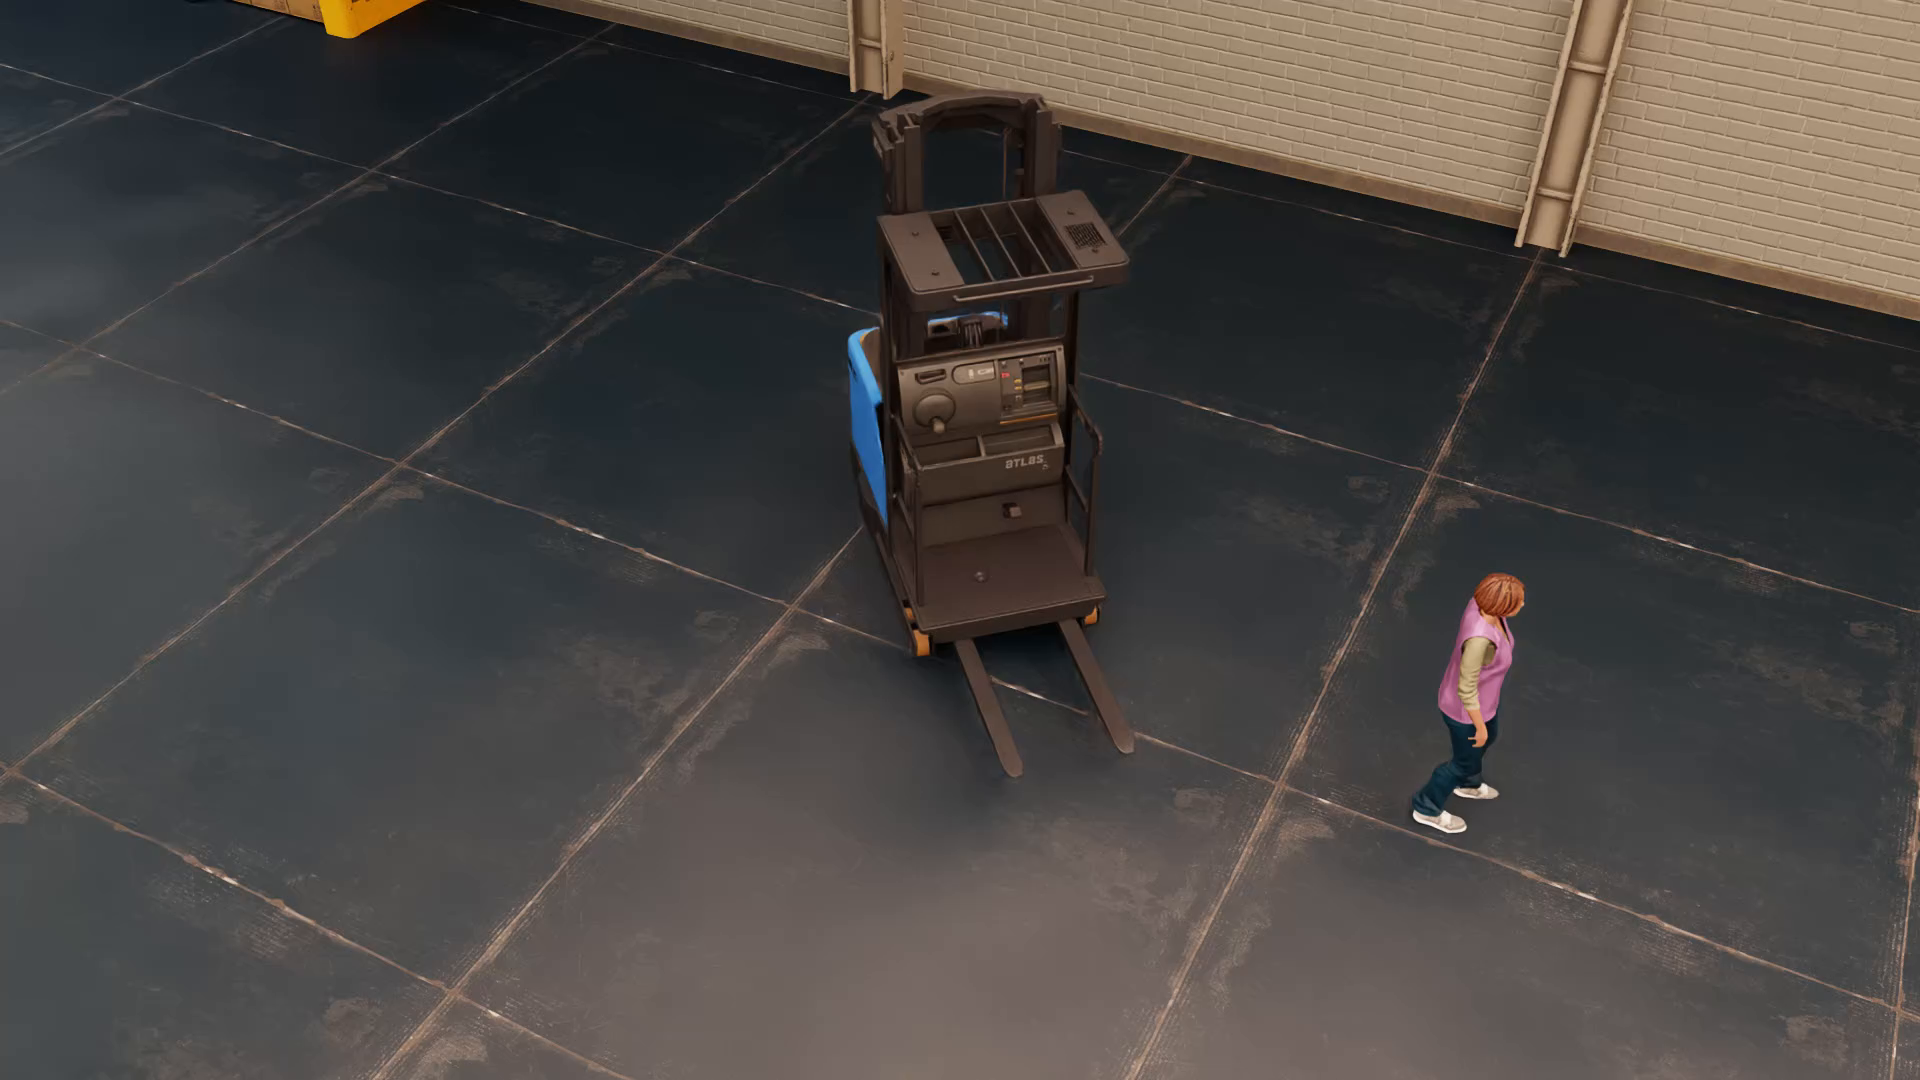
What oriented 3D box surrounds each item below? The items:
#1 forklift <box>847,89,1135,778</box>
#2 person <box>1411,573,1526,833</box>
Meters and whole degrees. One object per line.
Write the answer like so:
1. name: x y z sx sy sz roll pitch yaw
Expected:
1. forklift: 0.182 -0.738 8.863 1.130 2.935 3.031 -10 41 -12
2. person: 2.549 0.814 8.102 0.439 1.608 0.494 13 42 15
